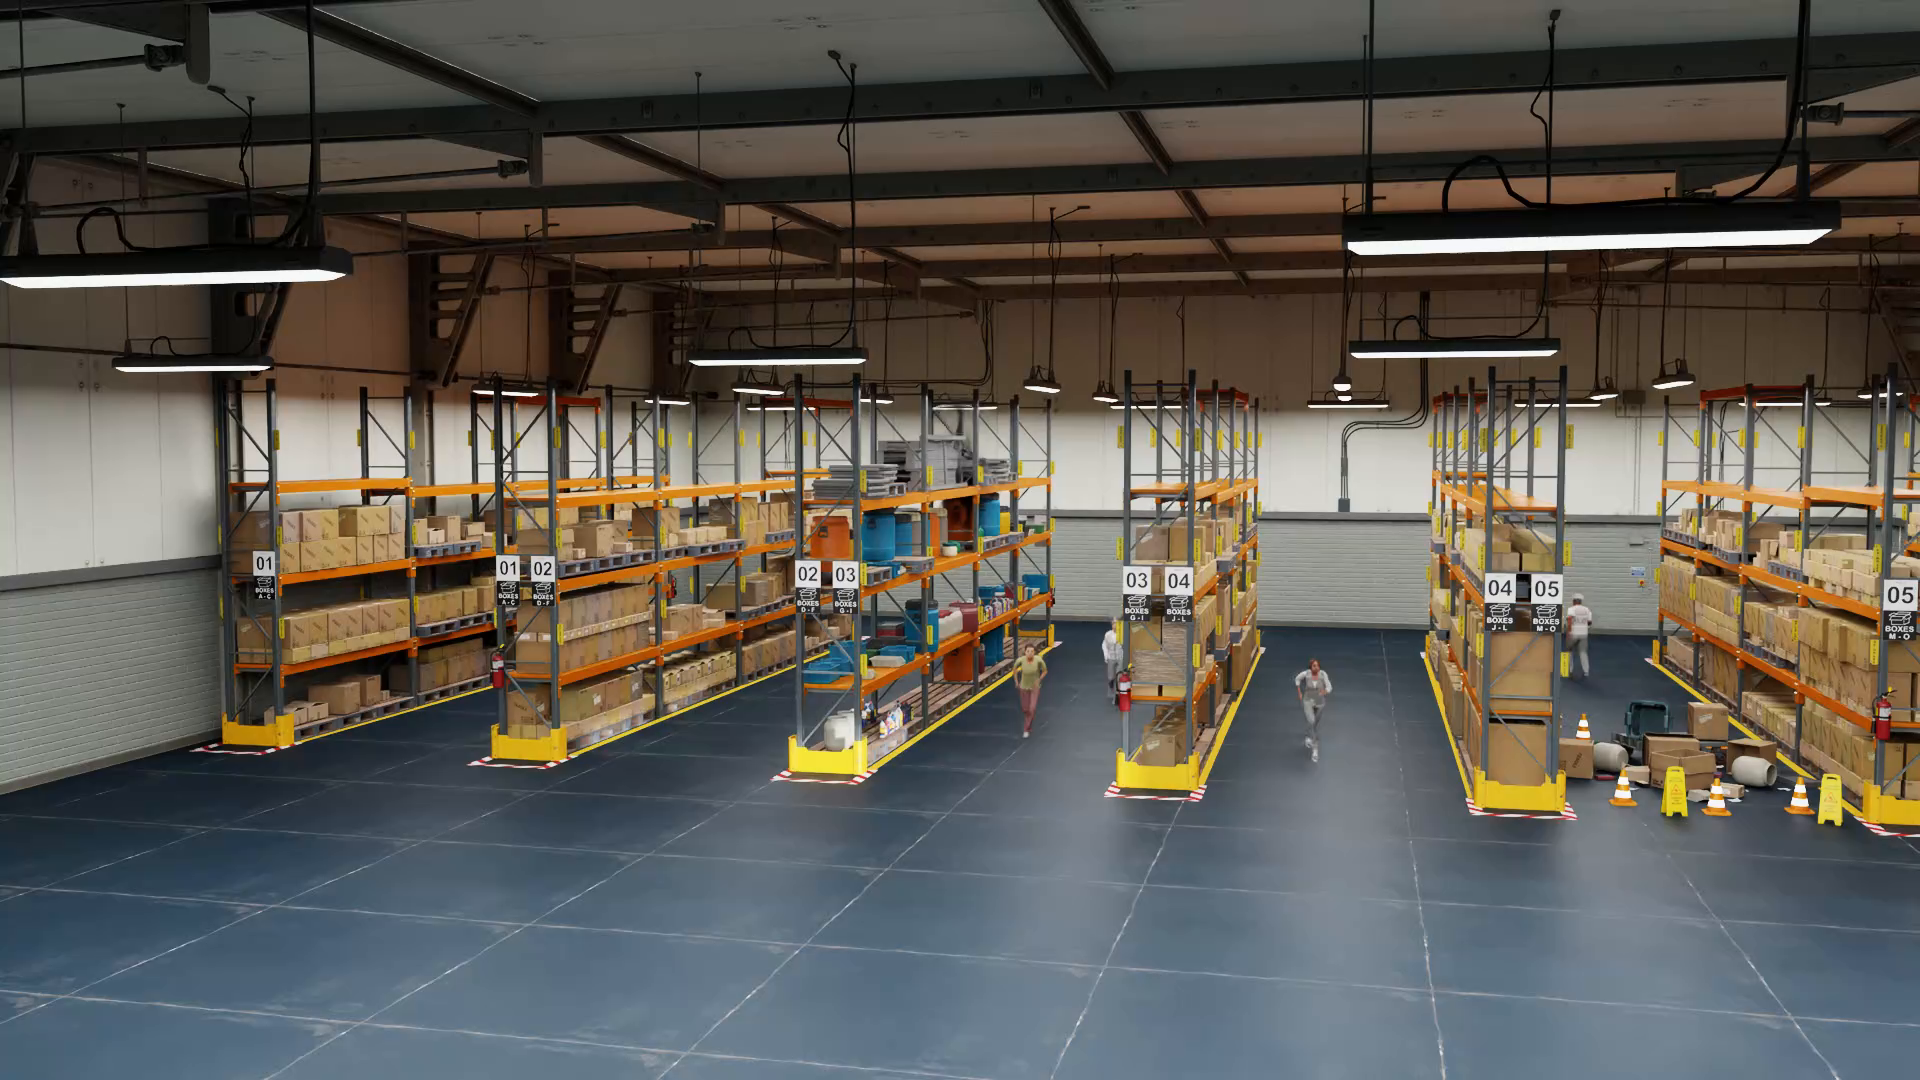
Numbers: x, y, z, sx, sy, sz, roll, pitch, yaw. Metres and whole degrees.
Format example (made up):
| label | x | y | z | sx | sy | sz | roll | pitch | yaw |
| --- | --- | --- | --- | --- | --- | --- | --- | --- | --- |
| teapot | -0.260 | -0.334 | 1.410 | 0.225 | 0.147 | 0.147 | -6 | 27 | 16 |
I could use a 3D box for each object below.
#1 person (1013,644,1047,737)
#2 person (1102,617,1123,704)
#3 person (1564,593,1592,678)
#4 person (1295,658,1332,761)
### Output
| label | x | y | z | sx | sy | sz | roll | pitch | yaw |
| --- | --- | --- | --- | --- | --- | --- | --- | --- | --- |
| person | 1.189 | 2.532 | 28.216 | 0.574 | 1.604 | 0.724 | 0 | 3 | 0 |
| person | 2.975 | 2.283 | 31.585 | 0.604 | 1.669 | 0.567 | 1 | 4 | 14 |
| person | 12.942 | 2.040 | 34.831 | 0.600 | 1.834 | 0.853 | 0 | 3 | 3 |
| person | 5.595 | 2.638 | 26.376 | 0.539 | 1.594 | 0.945 | 0 | 3 | -1 |
